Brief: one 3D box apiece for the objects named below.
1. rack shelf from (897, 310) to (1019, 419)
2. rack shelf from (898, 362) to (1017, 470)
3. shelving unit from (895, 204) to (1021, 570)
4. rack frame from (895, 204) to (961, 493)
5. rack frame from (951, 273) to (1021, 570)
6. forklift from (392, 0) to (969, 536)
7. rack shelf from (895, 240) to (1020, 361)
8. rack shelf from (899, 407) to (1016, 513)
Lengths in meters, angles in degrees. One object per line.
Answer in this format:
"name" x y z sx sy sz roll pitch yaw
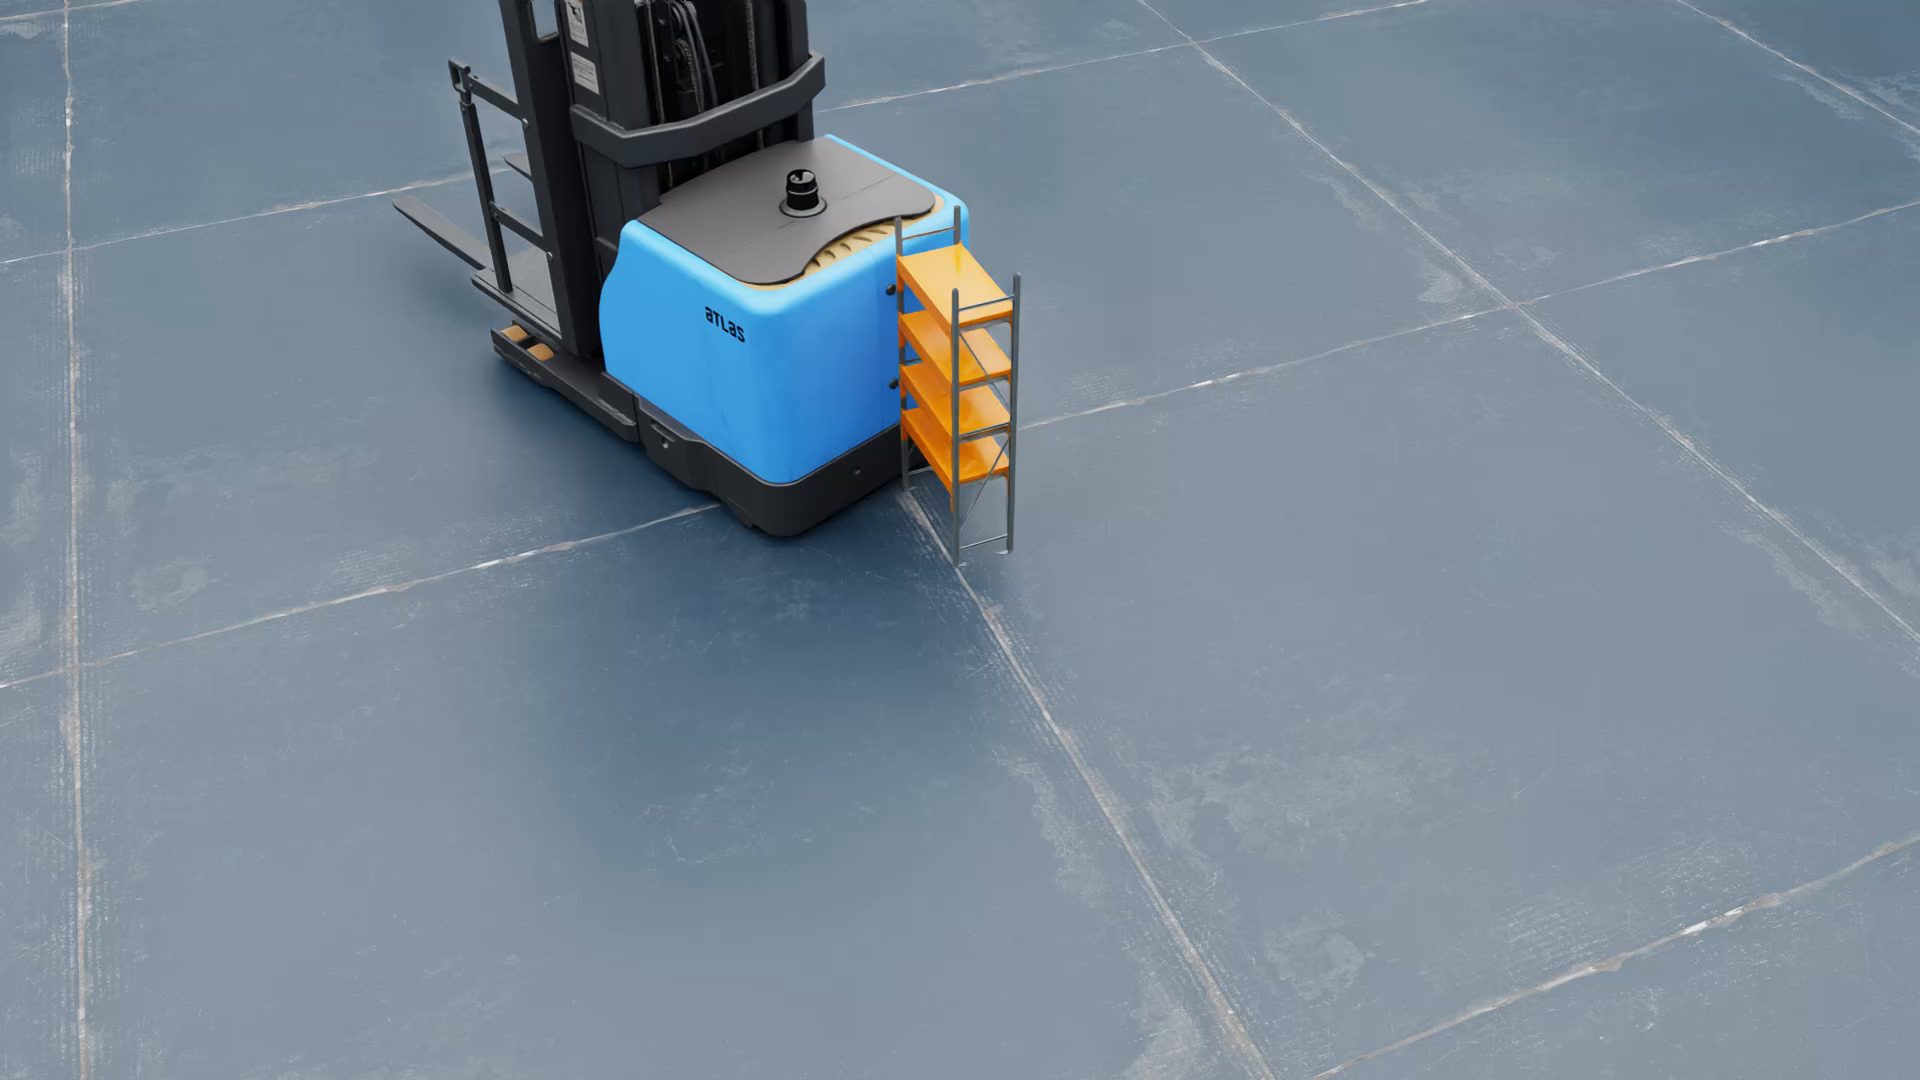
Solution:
"rack shelf" -0.013 -0.645 5.840 0.258 0.148 0.480 -16 43 -18
"rack shelf" -0.013 -0.476 5.986 0.258 0.148 0.480 -16 43 -18
"shelving unit" -0.013 -0.527 5.942 0.258 1.200 0.503 -16 43 -18
"rack frame" -0.111 -0.673 6.112 0.240 1.200 0.015 -16 43 -18
"rack frame" 0.085 -0.381 5.773 0.240 1.200 0.015 -16 43 -18
"forklift" -1.348 -1.982 6.307 1.130 2.935 3.031 -33 50 -32
"rack shelf" -0.013 -0.825 5.686 0.258 0.148 0.480 -16 43 -18
"rack shelf" -0.013 -0.325 6.116 0.258 0.148 0.480 -16 43 -18
